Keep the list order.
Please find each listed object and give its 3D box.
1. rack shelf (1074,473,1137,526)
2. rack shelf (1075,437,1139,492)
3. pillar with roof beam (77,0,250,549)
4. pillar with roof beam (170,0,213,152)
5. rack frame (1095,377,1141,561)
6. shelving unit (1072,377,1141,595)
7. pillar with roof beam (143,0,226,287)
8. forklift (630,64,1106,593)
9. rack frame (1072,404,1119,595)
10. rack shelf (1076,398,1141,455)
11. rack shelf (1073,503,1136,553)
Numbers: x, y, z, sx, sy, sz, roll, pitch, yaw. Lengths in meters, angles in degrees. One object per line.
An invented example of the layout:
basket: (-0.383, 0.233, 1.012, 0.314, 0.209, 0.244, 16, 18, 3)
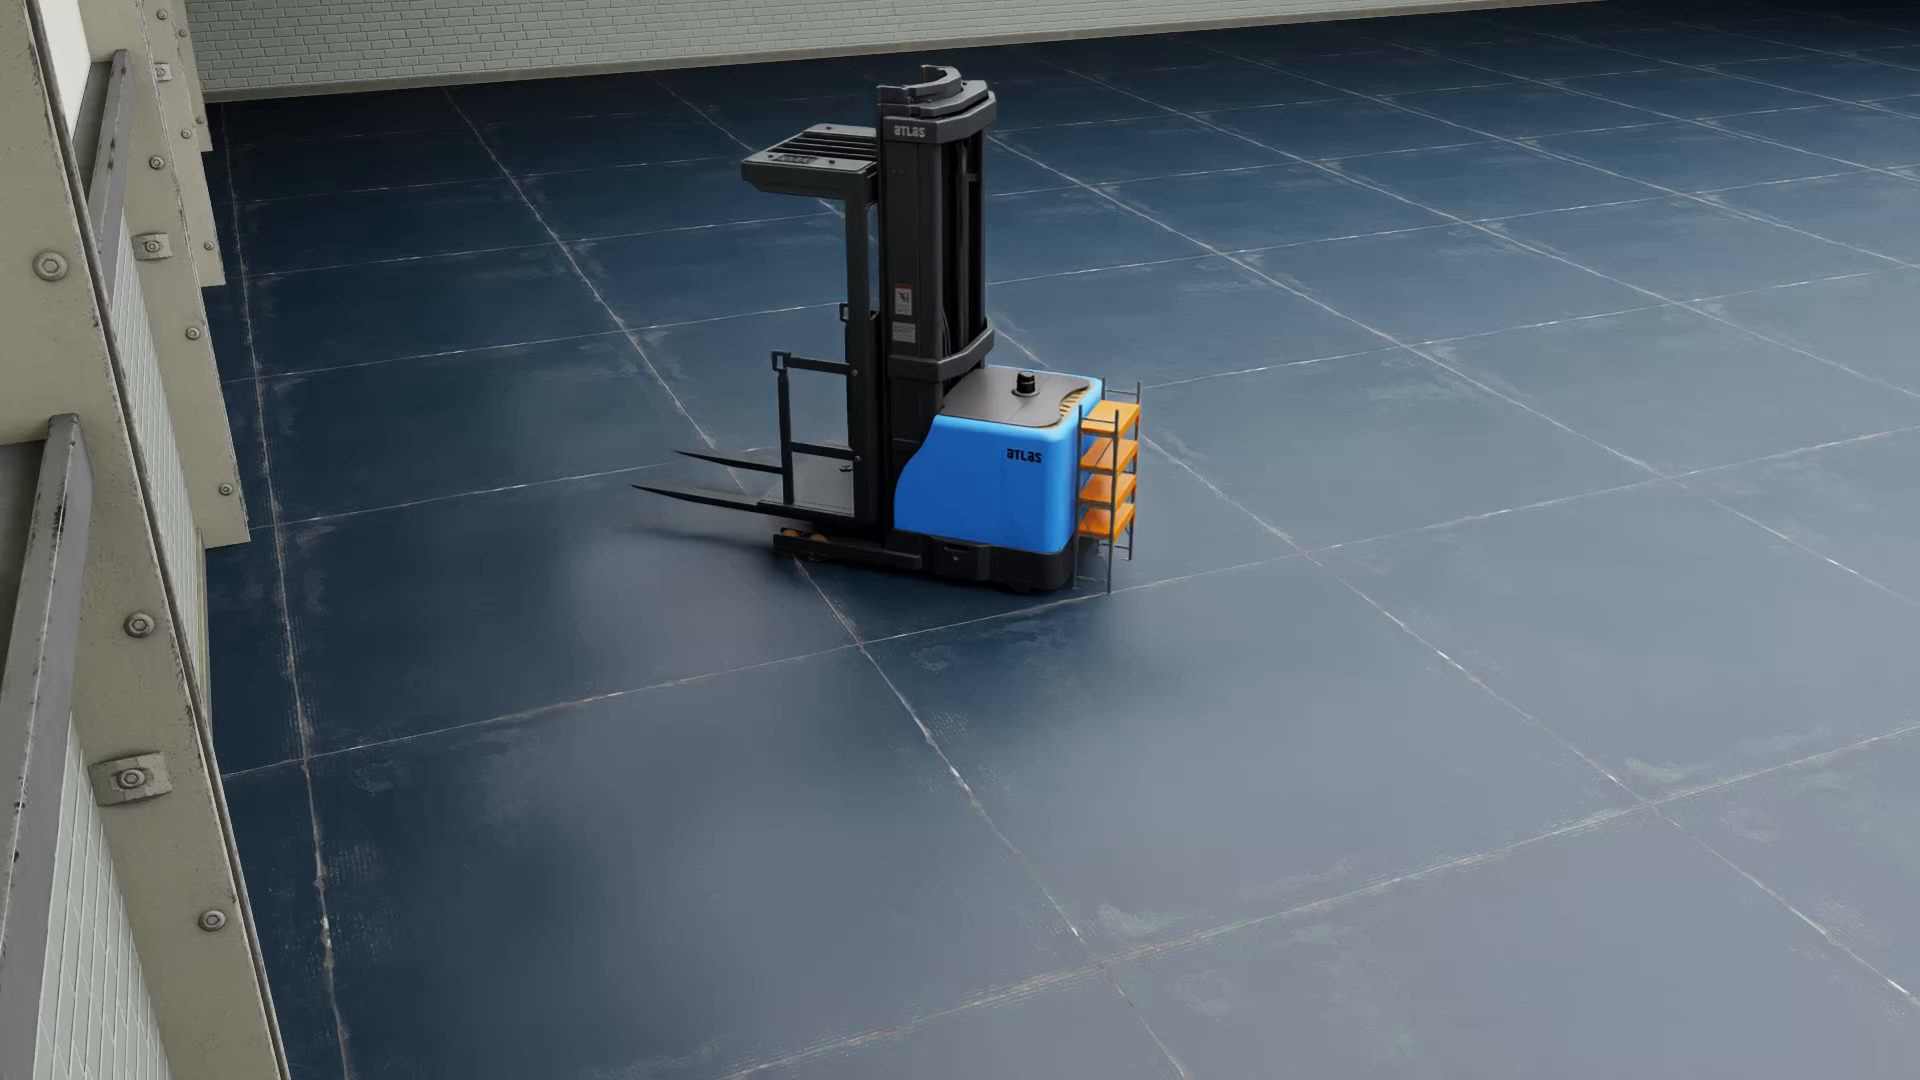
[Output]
rack shelf: (0.885, -0.265, 10.078, 0.258, 0.148, 0.480, 9, 28, 18)
rack shelf: (0.885, -0.466, 9.980, 0.258, 0.148, 0.480, 9, 28, 18)
pillar with roof beam: (-0.839, -4.828, 10.382, 9.100, 9.000, 0.400, -11, 28, -21)
pillar with roof beam: (-5.538, -9.672, 20.304, 9.100, 9.000, 0.400, -11, 28, -21)
rack frame: (0.971, -0.425, 10.254, 0.240, 1.200, 0.015, 9, 28, 18)
shelving unit: (0.885, -0.325, 10.048, 0.258, 1.200, 0.503, 9, 28, 18)
pillar with roof beam: (-3.188, -7.250, 15.343, 9.100, 9.000, 0.400, -11, 28, -21)
forklift: (-0.648, -1.388, 10.252, 3.031, 2.935, 1.130, 9, 28, 18)
rack frame: (0.800, -0.225, 9.843, 0.240, 1.200, 0.015, 9, 28, 18)
rack shelf: (0.885, -0.678, 9.876, 0.258, 0.148, 0.480, 9, 28, 18)
rack shelf: (0.885, -0.086, 10.165, 0.258, 0.148, 0.480, 9, 28, 18)
